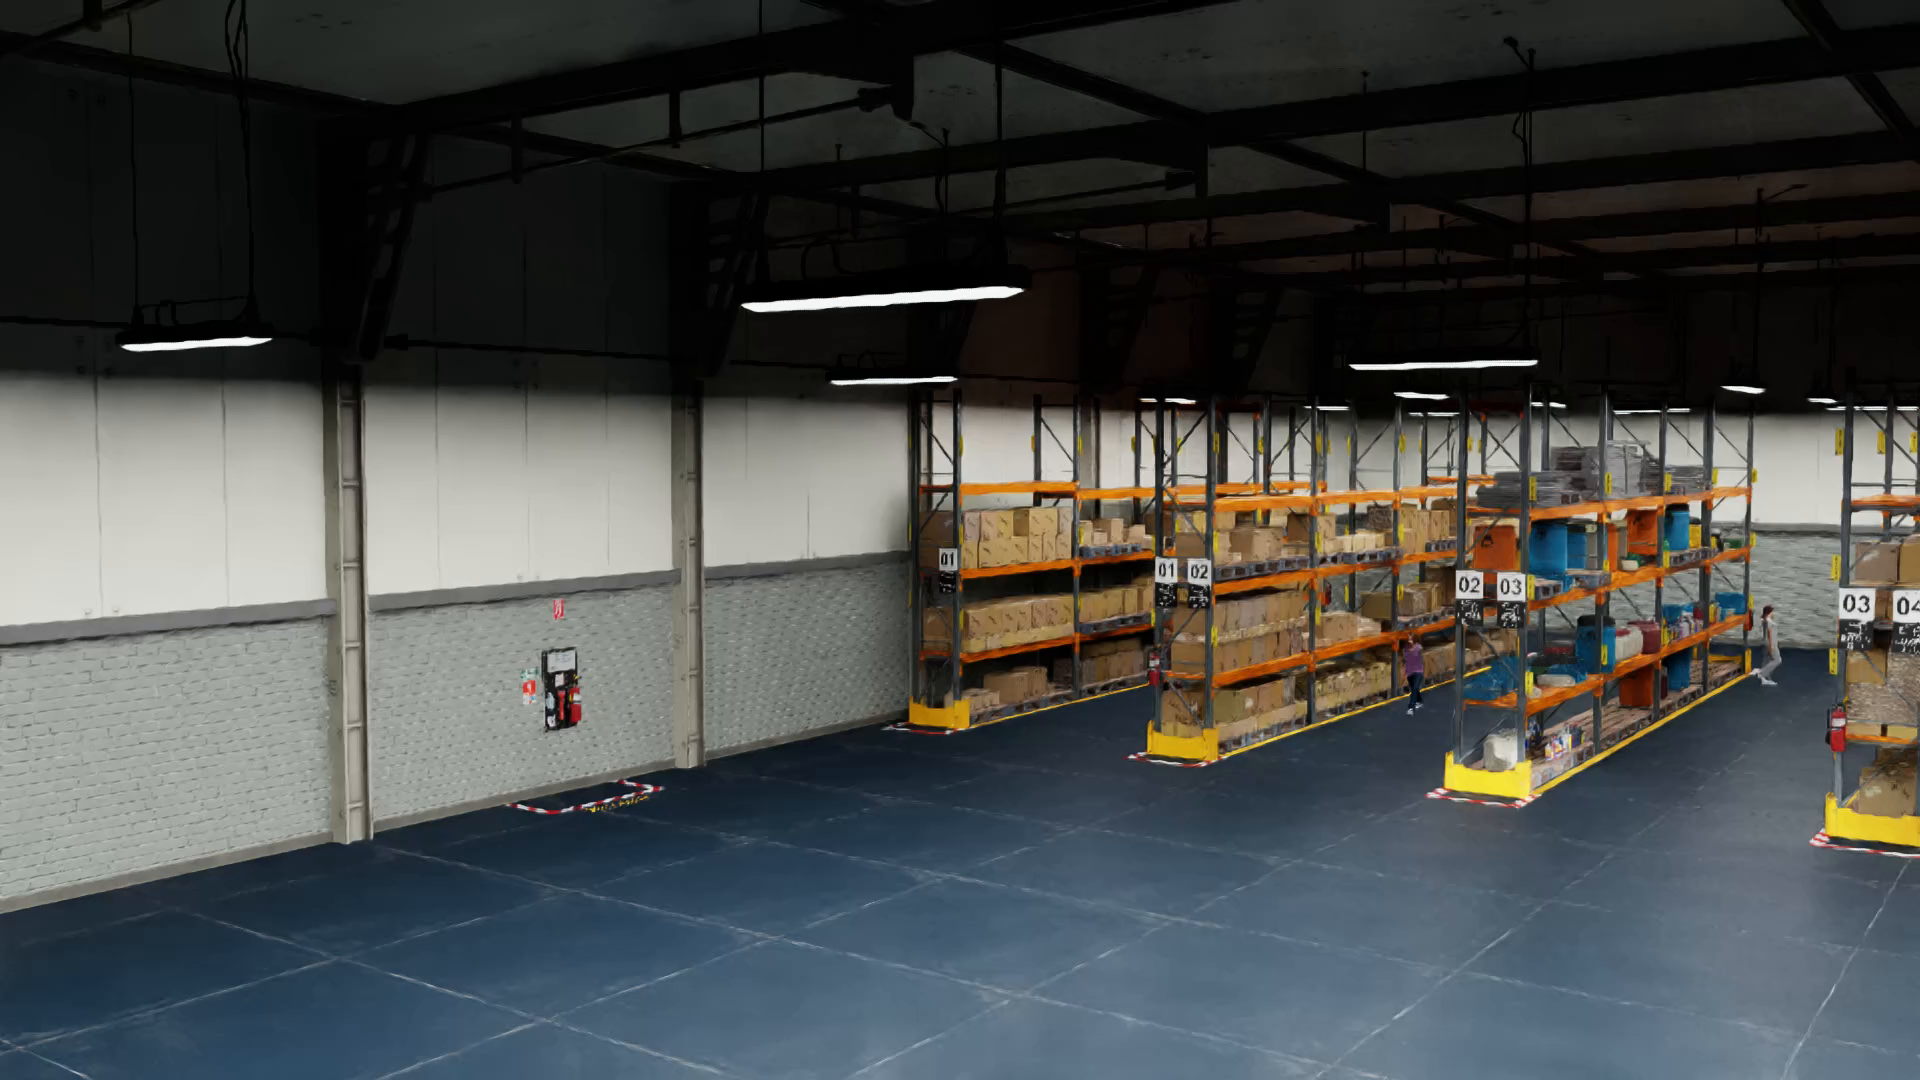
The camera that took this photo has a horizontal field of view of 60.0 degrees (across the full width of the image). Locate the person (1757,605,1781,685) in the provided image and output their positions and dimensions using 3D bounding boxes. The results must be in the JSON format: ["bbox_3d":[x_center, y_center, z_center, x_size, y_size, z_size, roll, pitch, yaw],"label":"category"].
[{"bbox_3d":[16.871,2.189,34.719,0.435,1.671,0.492,1,3,10],"label":"person"}]

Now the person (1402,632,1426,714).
[{"bbox_3d":[8.465,2.458,31.084,0.417,1.517,1.037,3,4,38],"label":"person"}]

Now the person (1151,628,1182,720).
[{"bbox_3d":[3.747,2.439,29.876,0.729,1.732,0.546,2,4,34],"label":"person"}]
